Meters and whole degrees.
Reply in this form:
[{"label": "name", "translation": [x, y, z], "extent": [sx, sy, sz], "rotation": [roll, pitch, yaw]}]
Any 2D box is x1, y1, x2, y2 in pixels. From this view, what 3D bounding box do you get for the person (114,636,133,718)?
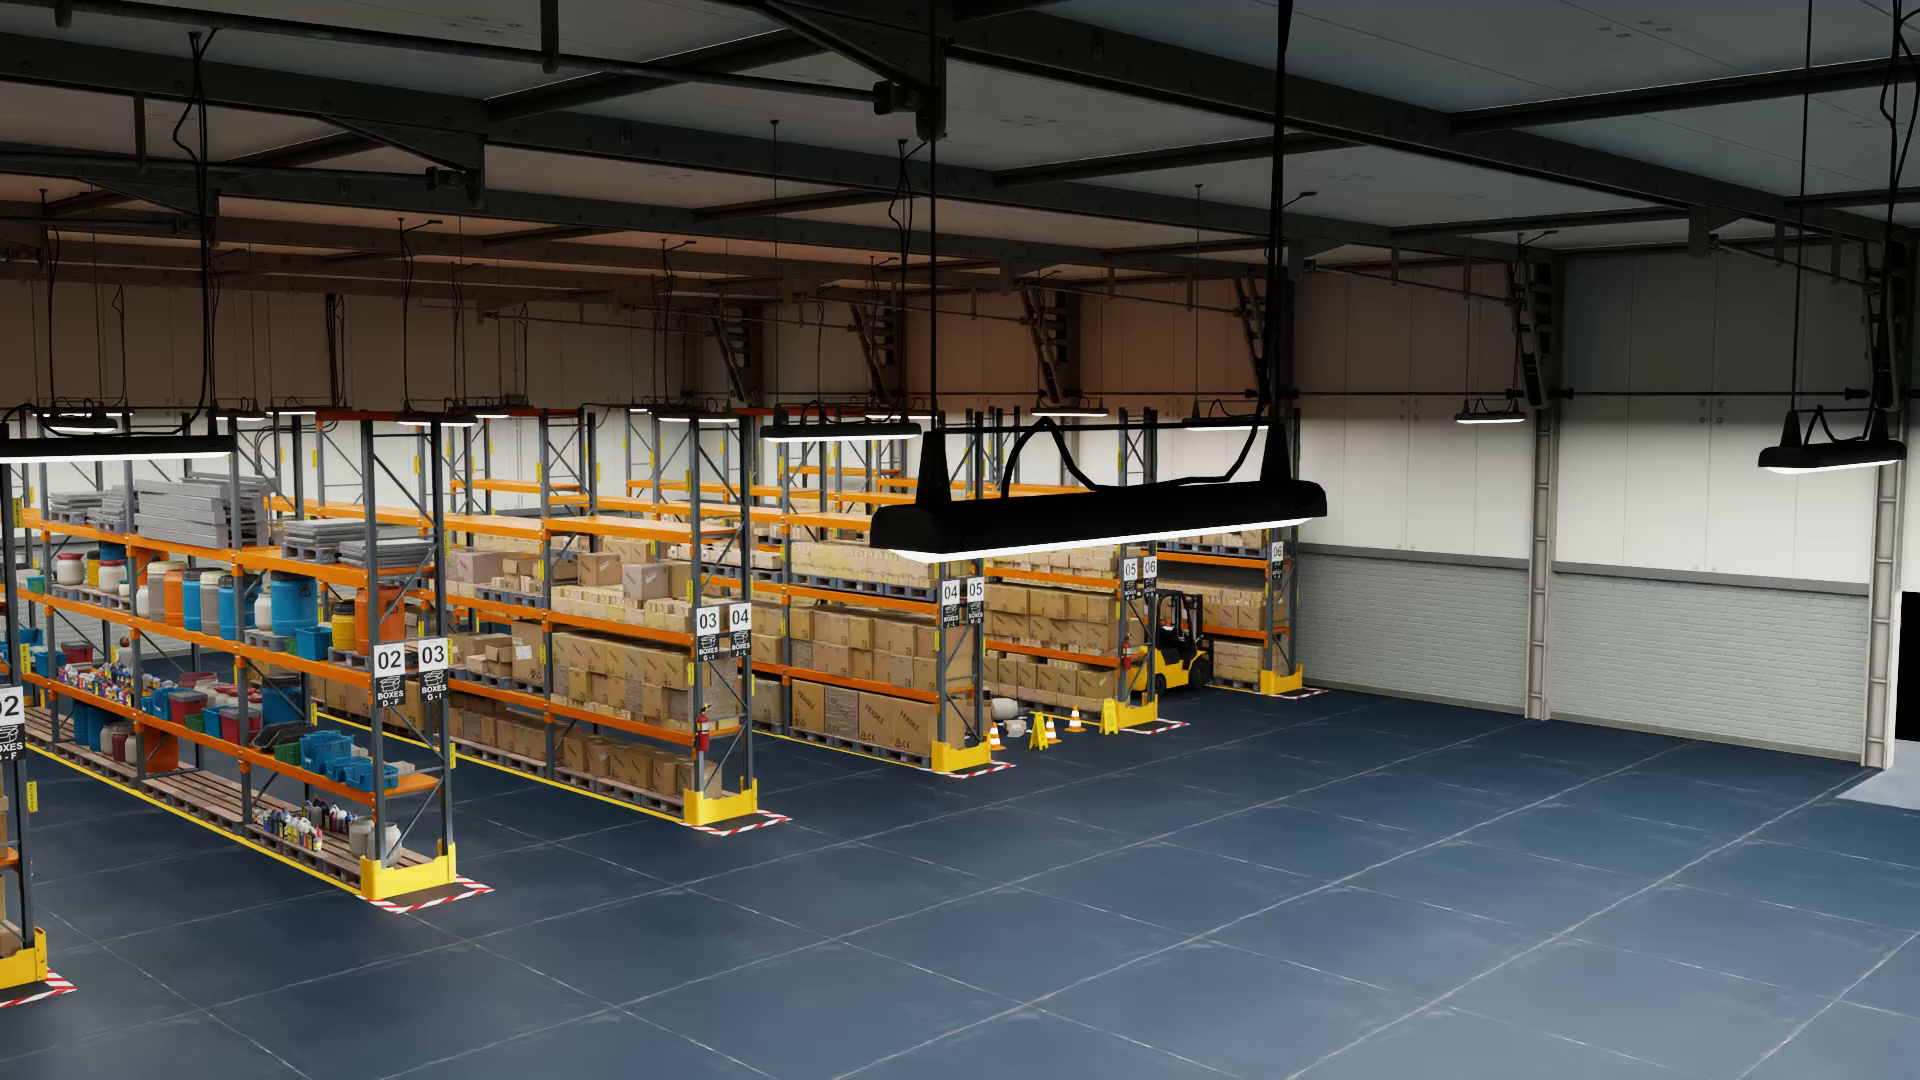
[{"label": "person", "translation": [-16.258, 2.667, 32.269], "extent": [0.511, 1.602, 0.367], "rotation": [-4, 7, -41]}]
